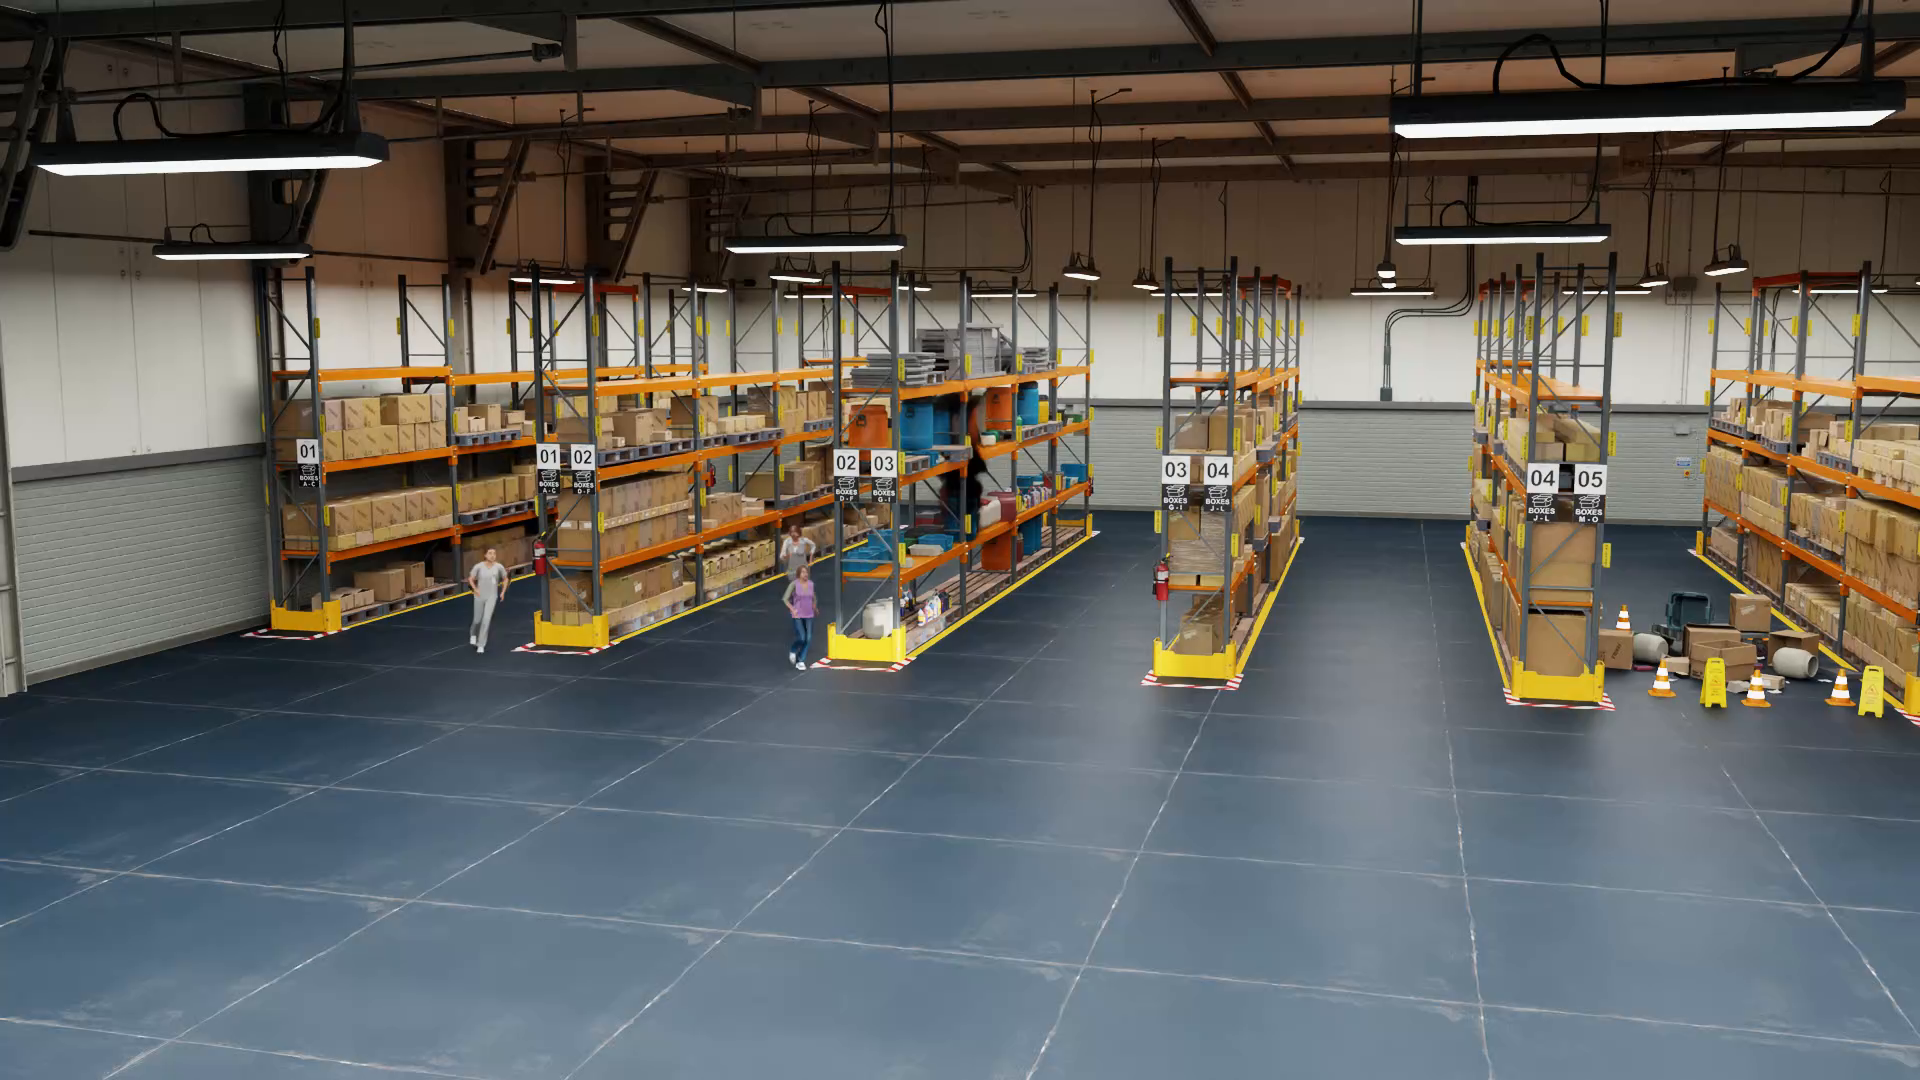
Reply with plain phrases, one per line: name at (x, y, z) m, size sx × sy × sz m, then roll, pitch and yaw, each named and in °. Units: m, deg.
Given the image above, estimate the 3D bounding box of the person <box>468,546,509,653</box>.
person at (-7.357, 0.900, 25.990) m, size 0.604 × 1.634 × 0.753 m, roll -2°, pitch 8°, yaw -19°

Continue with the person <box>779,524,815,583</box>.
person at (-2.613, 0.562, 26.739) m, size 0.521 × 1.641 × 0.765 m, roll 1°, pitch 7°, yaw 8°

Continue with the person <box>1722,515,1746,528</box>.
person at (18.253, -0.821, 39.066) m, size 0.751 × 1.823 × 0.669 m, roll -1°, pitch 7°, yaw -6°

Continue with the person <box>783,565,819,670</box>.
person at (-2.315, 1.139, 24.430) m, size 0.516 × 1.554 × 0.529 m, roll -4°, pitch 8°, yaw -30°
